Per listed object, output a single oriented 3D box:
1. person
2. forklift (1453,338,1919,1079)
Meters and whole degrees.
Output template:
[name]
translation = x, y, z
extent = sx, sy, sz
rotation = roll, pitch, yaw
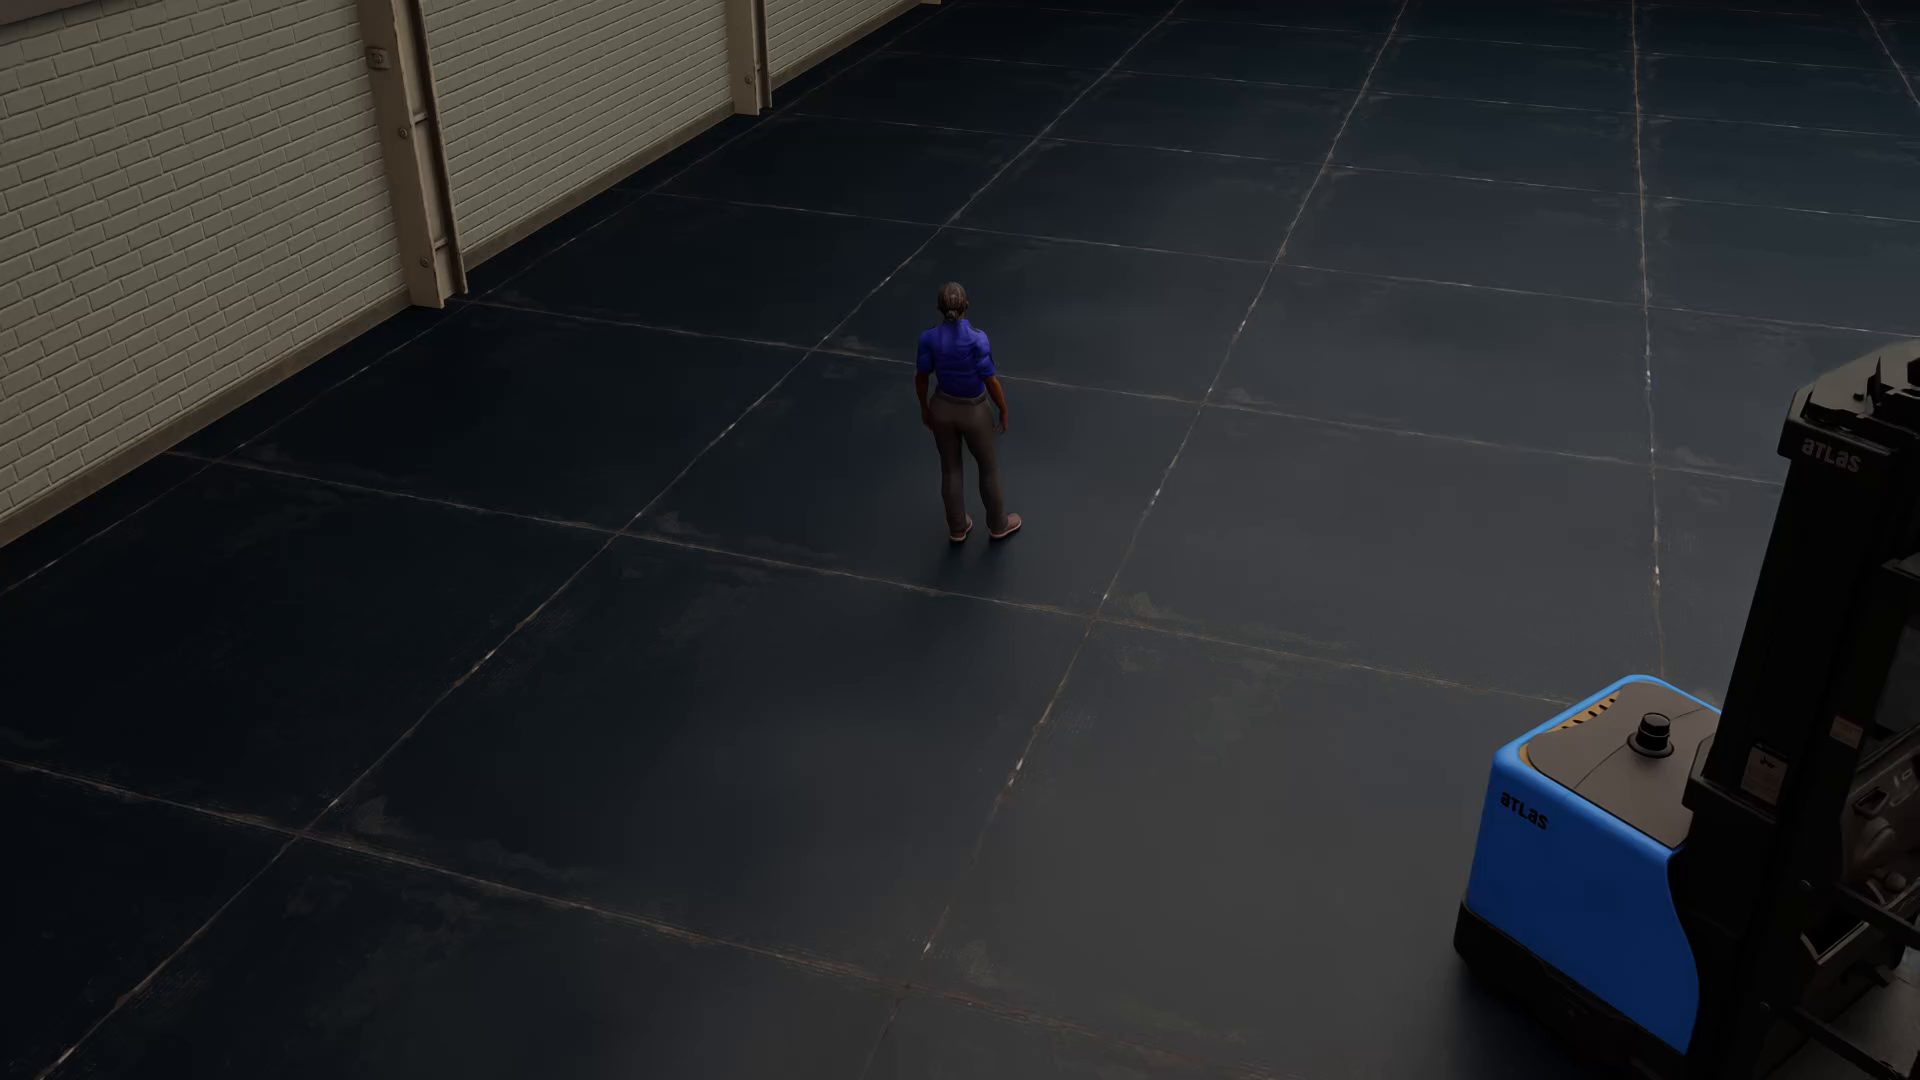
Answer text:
[person]
translation = 0.047, -0.763, 9.749
extent = 0.569, 1.654, 0.504
rotation = 10, 31, 16
[forklift]
translation = 3.352, 0.927, 5.511
extent = 1.130, 2.935, 3.031
rotation = -20, 35, -31
